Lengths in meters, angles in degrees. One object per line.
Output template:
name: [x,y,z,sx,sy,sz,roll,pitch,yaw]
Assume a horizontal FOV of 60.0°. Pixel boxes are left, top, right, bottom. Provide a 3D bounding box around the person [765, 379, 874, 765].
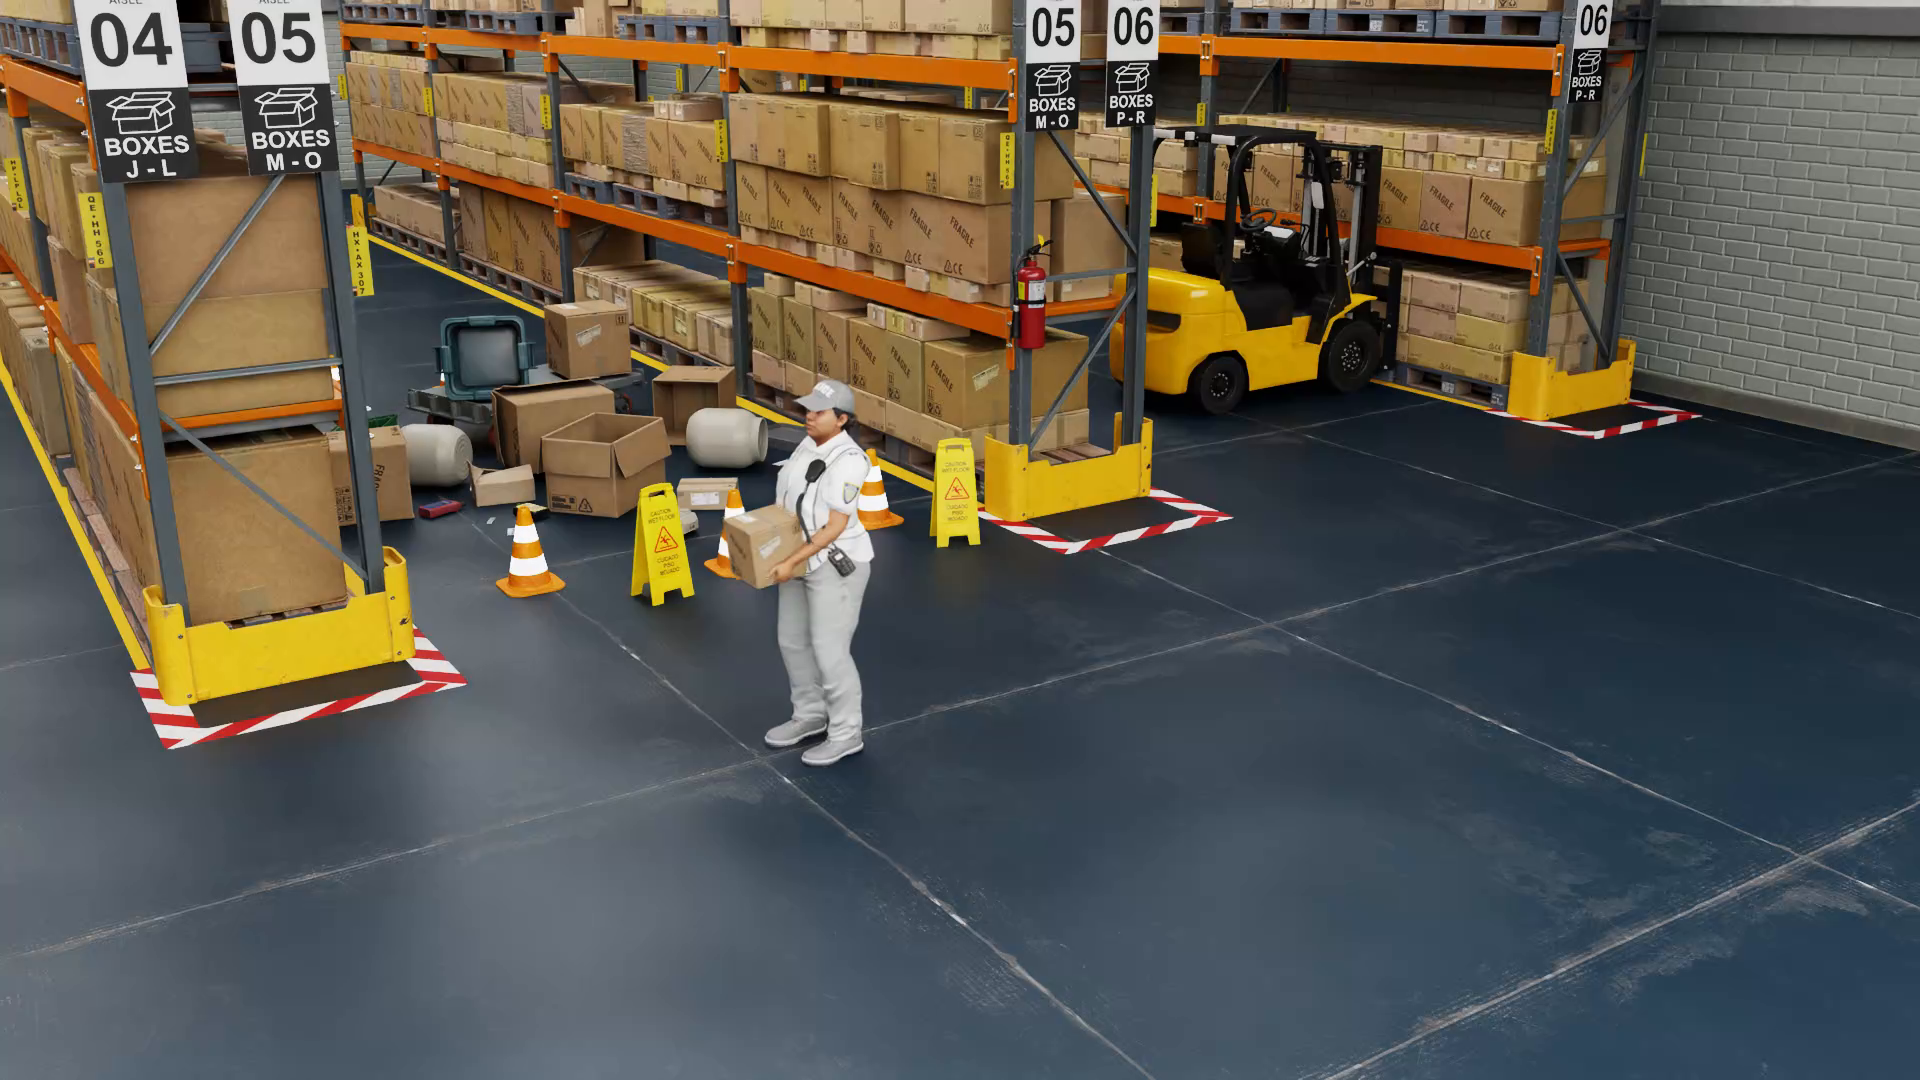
person: [-0.649,0.137,7.141,0.535,1.660,0.456,-12,22,-32]
